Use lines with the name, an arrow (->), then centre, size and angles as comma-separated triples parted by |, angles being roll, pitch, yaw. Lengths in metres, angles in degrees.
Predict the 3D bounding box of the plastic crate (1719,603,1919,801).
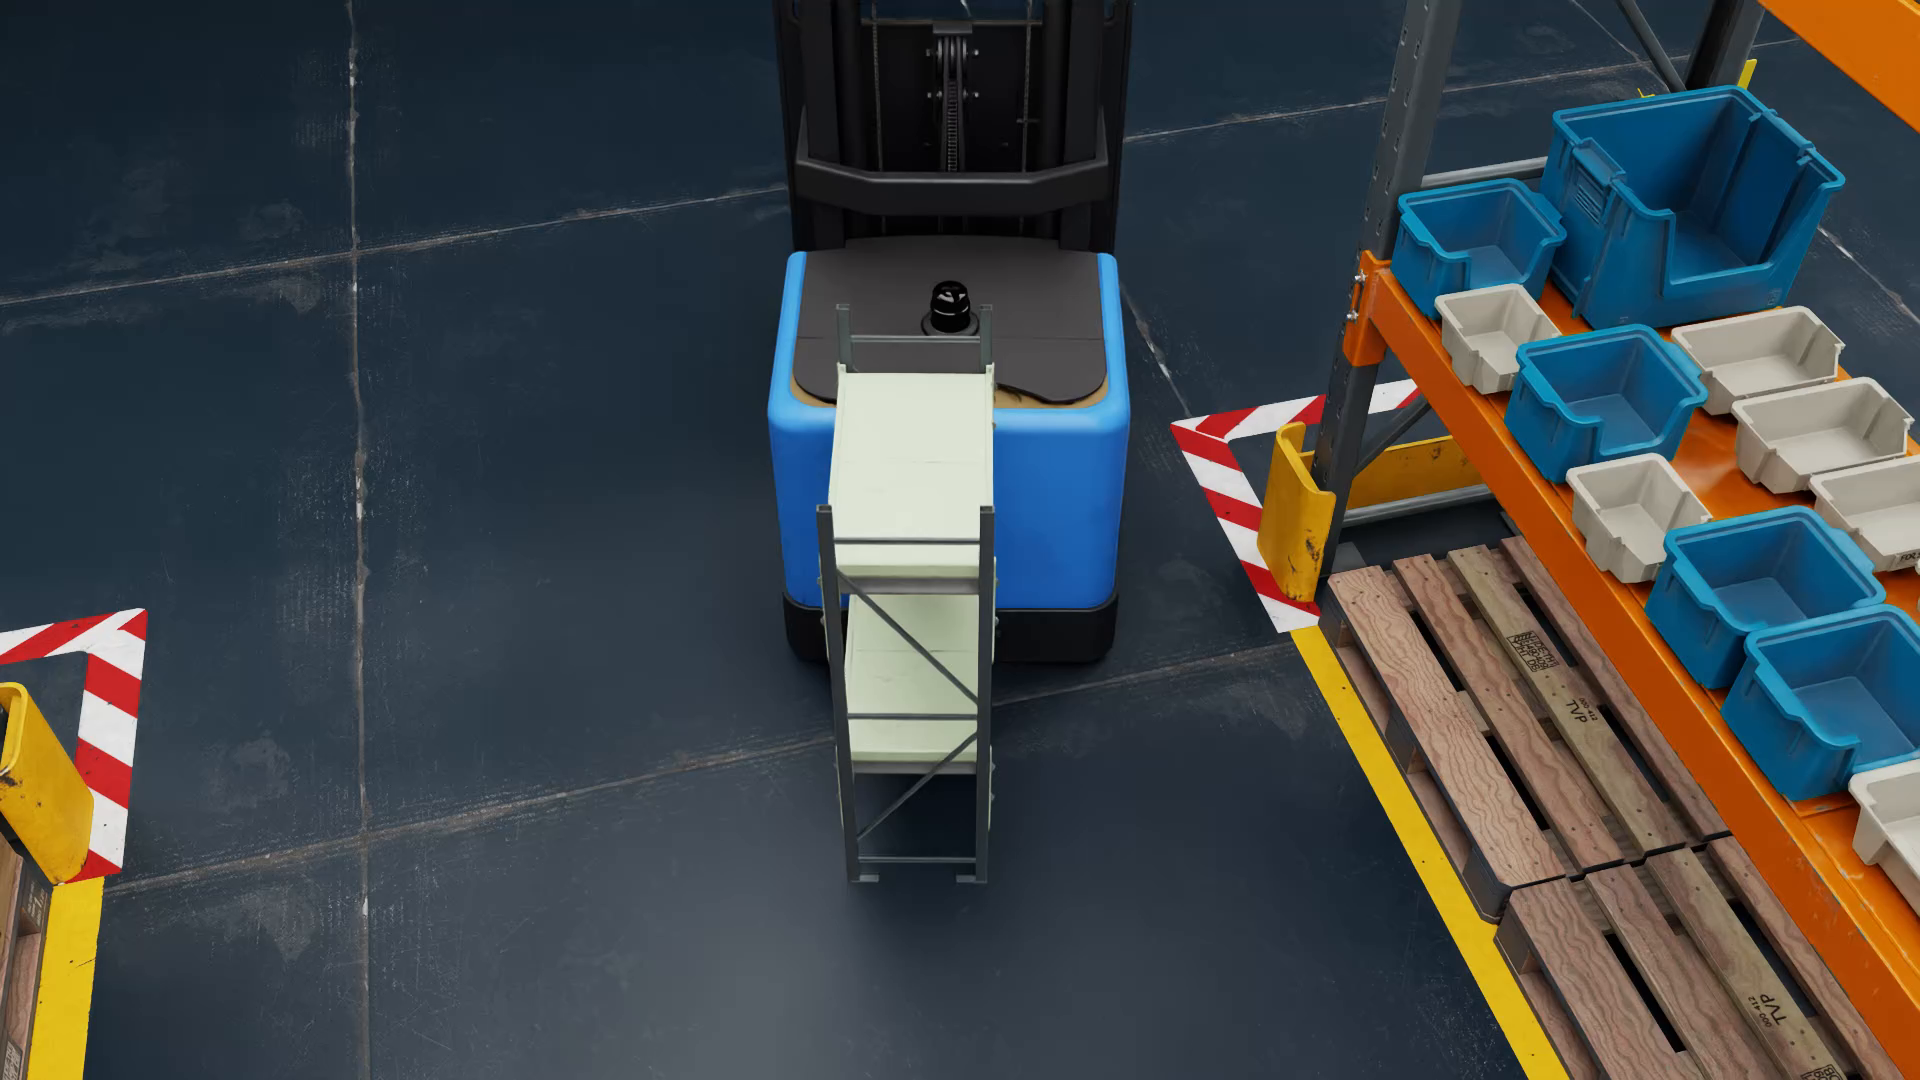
plastic crate -> 1.795, 0.343, 3.389 | 0.416, 0.233, 0.300 | -11, 47, -10

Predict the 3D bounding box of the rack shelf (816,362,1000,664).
rack shelf -> -0.119, -0.080, 4.232 | 0.431, 0.370, 0.720 | 0, 46, 0

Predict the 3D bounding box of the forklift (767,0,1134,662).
forklift -> -0.018, -1.673, 5.337 | 1.130, 2.935, 3.031 | 0, 46, 0

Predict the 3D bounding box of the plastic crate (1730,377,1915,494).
plastic crate -> 2.080, -0.238, 4.025 | 0.396, 0.136, 0.243 | -11, 47, -10

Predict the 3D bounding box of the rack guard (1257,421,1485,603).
rack guard -> 1.618, -0.181, 5.577 | 1.175, 0.500, 0.348 | -11, 47, -10

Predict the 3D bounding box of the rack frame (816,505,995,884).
rack frame -> -0.122, 0.455, 4.254 | 0.400, 1.500, 0.023 | 0, 46, 0

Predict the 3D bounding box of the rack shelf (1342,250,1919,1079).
rack shelf -> 2.148, 0.591, 3.574 | 1.077, 0.370, 4.000 | -11, 47, -10

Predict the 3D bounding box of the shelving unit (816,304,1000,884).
shelving unit -> -0.119, 0.193, 4.510 | 0.431, 1.500, 0.755 | 0, 46, 0

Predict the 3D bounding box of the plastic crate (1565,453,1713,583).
plastic crate -> 1.557, -0.035, 3.827 | 0.250, 0.136, 0.298 | -11, 47, -10

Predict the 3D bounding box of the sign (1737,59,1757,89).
sign -> 2.164, -1.211, 4.722 | 0.100, 0.325, 0.005 | -11, 47, -10

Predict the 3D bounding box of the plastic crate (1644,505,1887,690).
plastic crate -> 1.718, 0.136, 3.592 | 0.416, 0.233, 0.300 | -11, 47, -10

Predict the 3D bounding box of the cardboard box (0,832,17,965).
cardboard box -> -2.776, 0.913, 4.197 | 0.500, 0.500, 0.500 | -11, 47, -10

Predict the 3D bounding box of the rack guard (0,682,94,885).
rack guard -> -3.134, 0.789, 4.627 | 1.175, 0.500, 0.348 | -11, 47, -10

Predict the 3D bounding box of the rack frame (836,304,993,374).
rack frame -> -0.115, -0.068, 4.767 | 0.400, 1.500, 0.023 | 0, 46, 0

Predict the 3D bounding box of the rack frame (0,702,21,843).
rack frame -> -3.153, -0.139, 3.786 | 1.000, 3.000, 0.127 | -11, 47, -10

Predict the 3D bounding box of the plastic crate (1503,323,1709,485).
plastic crate -> 1.550, -0.319, 4.038 | 0.416, 0.233, 0.300 | -11, 47, -10

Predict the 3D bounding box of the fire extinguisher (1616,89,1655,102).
fire extinguisher -> 2.037, -1.071, 5.015 | 0.296, 0.674, 0.183 | -11, 47, -10

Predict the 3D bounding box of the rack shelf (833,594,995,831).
rack shelf -> -0.119, 0.422, 4.743 | 0.431, 0.370, 0.720 | 0, 46, 0

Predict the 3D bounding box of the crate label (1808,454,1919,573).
crate label -> 2.175, -0.050, 3.841 | 0.396, 0.136, 0.243 | -11, 47, -10

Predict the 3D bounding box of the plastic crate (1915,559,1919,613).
plastic crate -> 2.269, 0.151, 3.644 | 0.298, 0.136, 0.250 | -11, 47, -10

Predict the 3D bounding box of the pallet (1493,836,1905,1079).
pallet -> 2.119, 1.351, 4.278 | 1.003, 0.211, 1.213 | -11, 47, -10

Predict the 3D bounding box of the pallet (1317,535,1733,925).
pallet -> 1.810, 0.511, 5.102 | 1.003, 0.211, 1.213 | -11, 47, -10

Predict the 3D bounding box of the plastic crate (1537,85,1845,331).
plastic crate -> 1.903, -0.878, 4.443 | 0.616, 0.435, 0.499 | -11, 47, -10

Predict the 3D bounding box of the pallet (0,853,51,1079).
pallet -> -2.929, 1.440, 4.191 | 1.003, 0.211, 1.213 | -11, 47, -10

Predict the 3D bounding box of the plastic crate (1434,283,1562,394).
plastic crate -> 1.383, -0.503, 4.285 | 0.250, 0.136, 0.298 | -11, 47, -10

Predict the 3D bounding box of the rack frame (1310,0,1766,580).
rack frame -> 1.636, -1.042, 4.671 | 1.000, 3.000, 0.127 | -11, 47, -10

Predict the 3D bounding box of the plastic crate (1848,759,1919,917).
plastic crate -> 1.924, 0.644, 3.161 | 0.293, 0.136, 0.466 | -11, 47, -10

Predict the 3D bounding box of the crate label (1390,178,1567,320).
crate label -> 1.381, -0.773, 4.483 | 0.416, 0.233, 0.303 | -11, 47, -10

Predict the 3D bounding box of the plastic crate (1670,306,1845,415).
plastic crate -> 2.020, -0.440, 4.224 | 0.396, 0.136, 0.243 | -11, 47, -10
